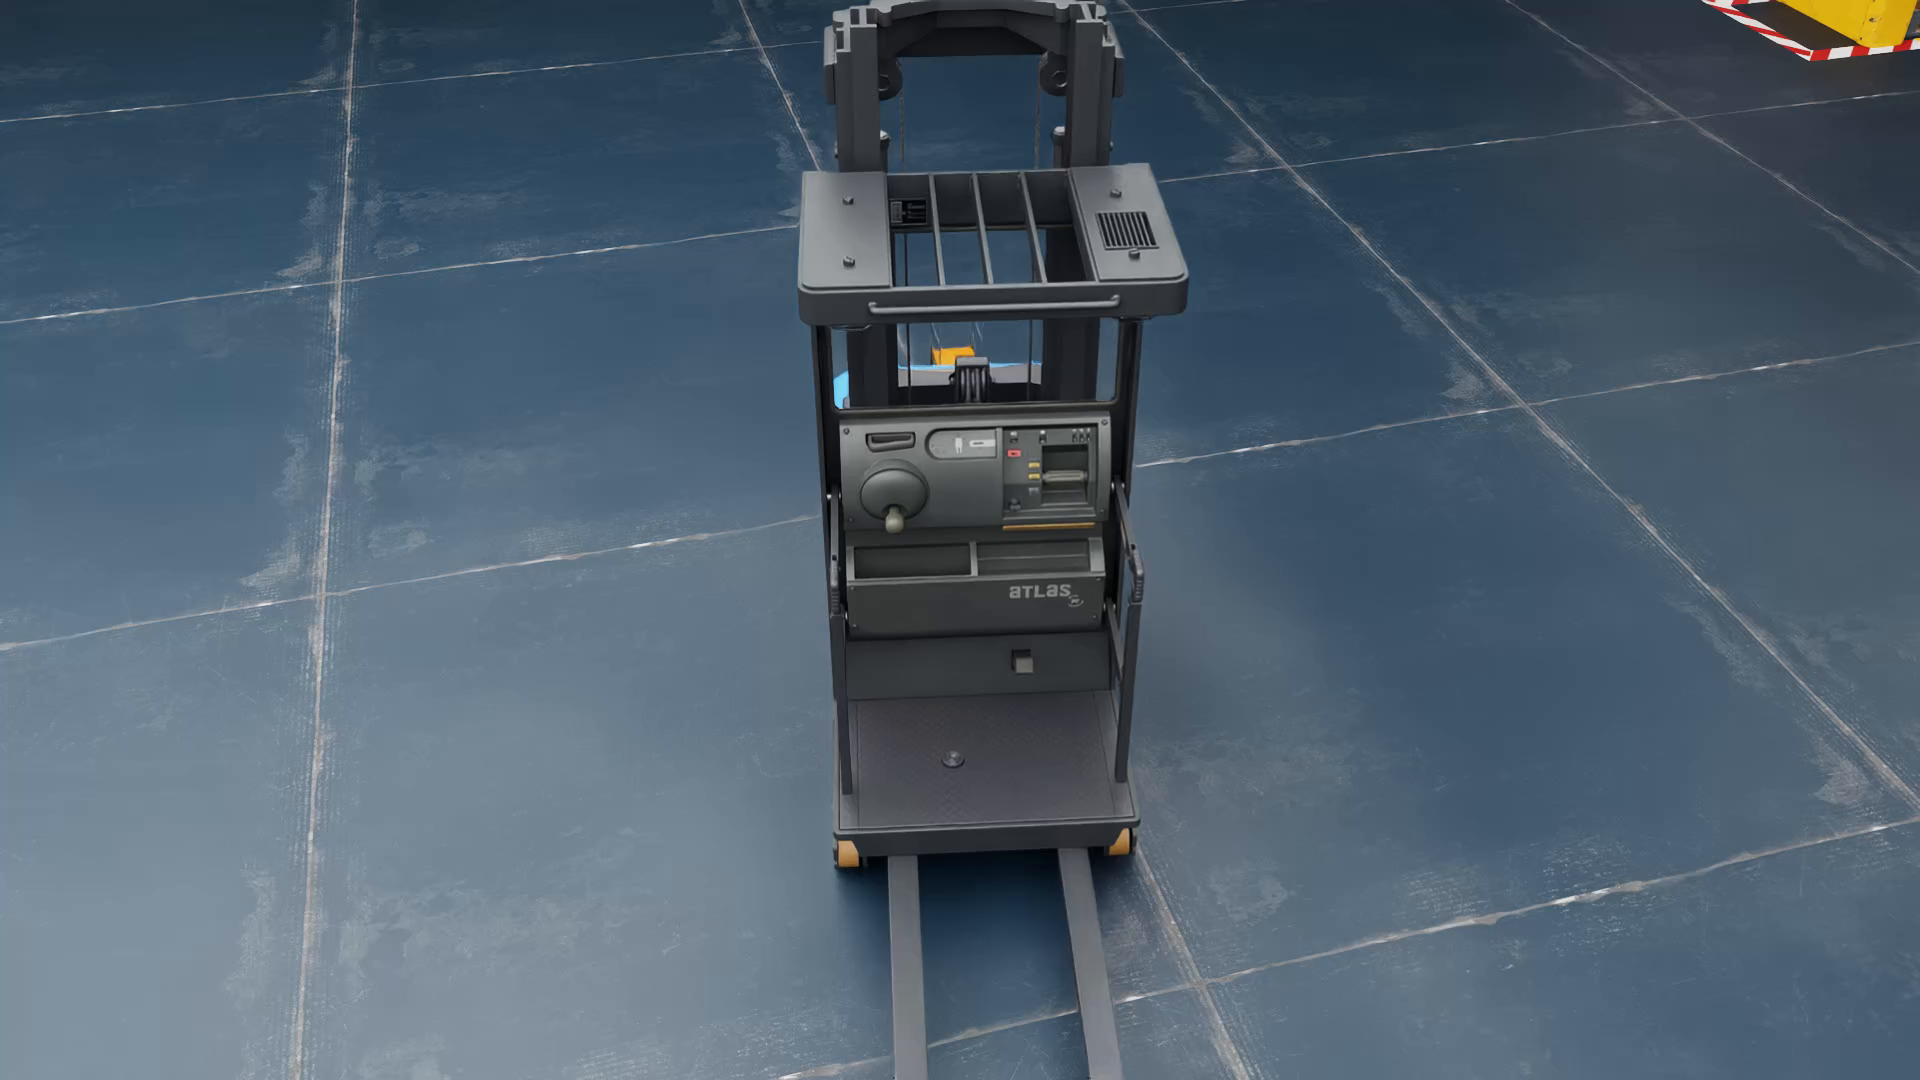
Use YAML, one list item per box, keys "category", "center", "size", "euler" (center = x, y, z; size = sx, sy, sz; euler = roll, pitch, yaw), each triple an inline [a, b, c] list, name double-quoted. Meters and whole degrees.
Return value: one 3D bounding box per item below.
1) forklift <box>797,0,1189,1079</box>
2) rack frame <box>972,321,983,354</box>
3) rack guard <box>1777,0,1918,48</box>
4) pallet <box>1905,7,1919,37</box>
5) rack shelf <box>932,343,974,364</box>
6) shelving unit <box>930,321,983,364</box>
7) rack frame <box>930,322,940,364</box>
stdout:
- category: "forklift"
  center: [0.070, -0.159, 5.546]
  size: [1.130, 2.935, 3.031]
  euler: [-2, 37, -3]
- category: "rack frame"
  center: [0.075, -0.496, 7.410]
  size: [0.006, 1.200, 0.240]
  euler: [-6, 38, -8]
- category: "rack guard"
  center: [6.909, -4.300, 12.960]
  size: [0.348, 0.500, 1.175]
  euler: [-9, 38, -12]
- category: "pallet"
  center: [7.659, -4.335, 13.243]
  size: [1.213, 0.211, 1.003]
  euler: [-9, 38, -12]
- category: "rack shelf"
  center: [-0.016, -0.737, 7.206]
  size: [0.180, 0.103, 0.258]
  euler: [-6, 38, -8]
- category: "shelving unit"
  center: [-0.016, -0.486, 7.398]
  size: [0.189, 1.200, 0.258]
  euler: [-6, 38, -8]
- category: "rack frame"
  center: [-0.106, -0.477, 7.386]
  size: [0.006, 1.200, 0.240]
  euler: [-6, 38, -8]
